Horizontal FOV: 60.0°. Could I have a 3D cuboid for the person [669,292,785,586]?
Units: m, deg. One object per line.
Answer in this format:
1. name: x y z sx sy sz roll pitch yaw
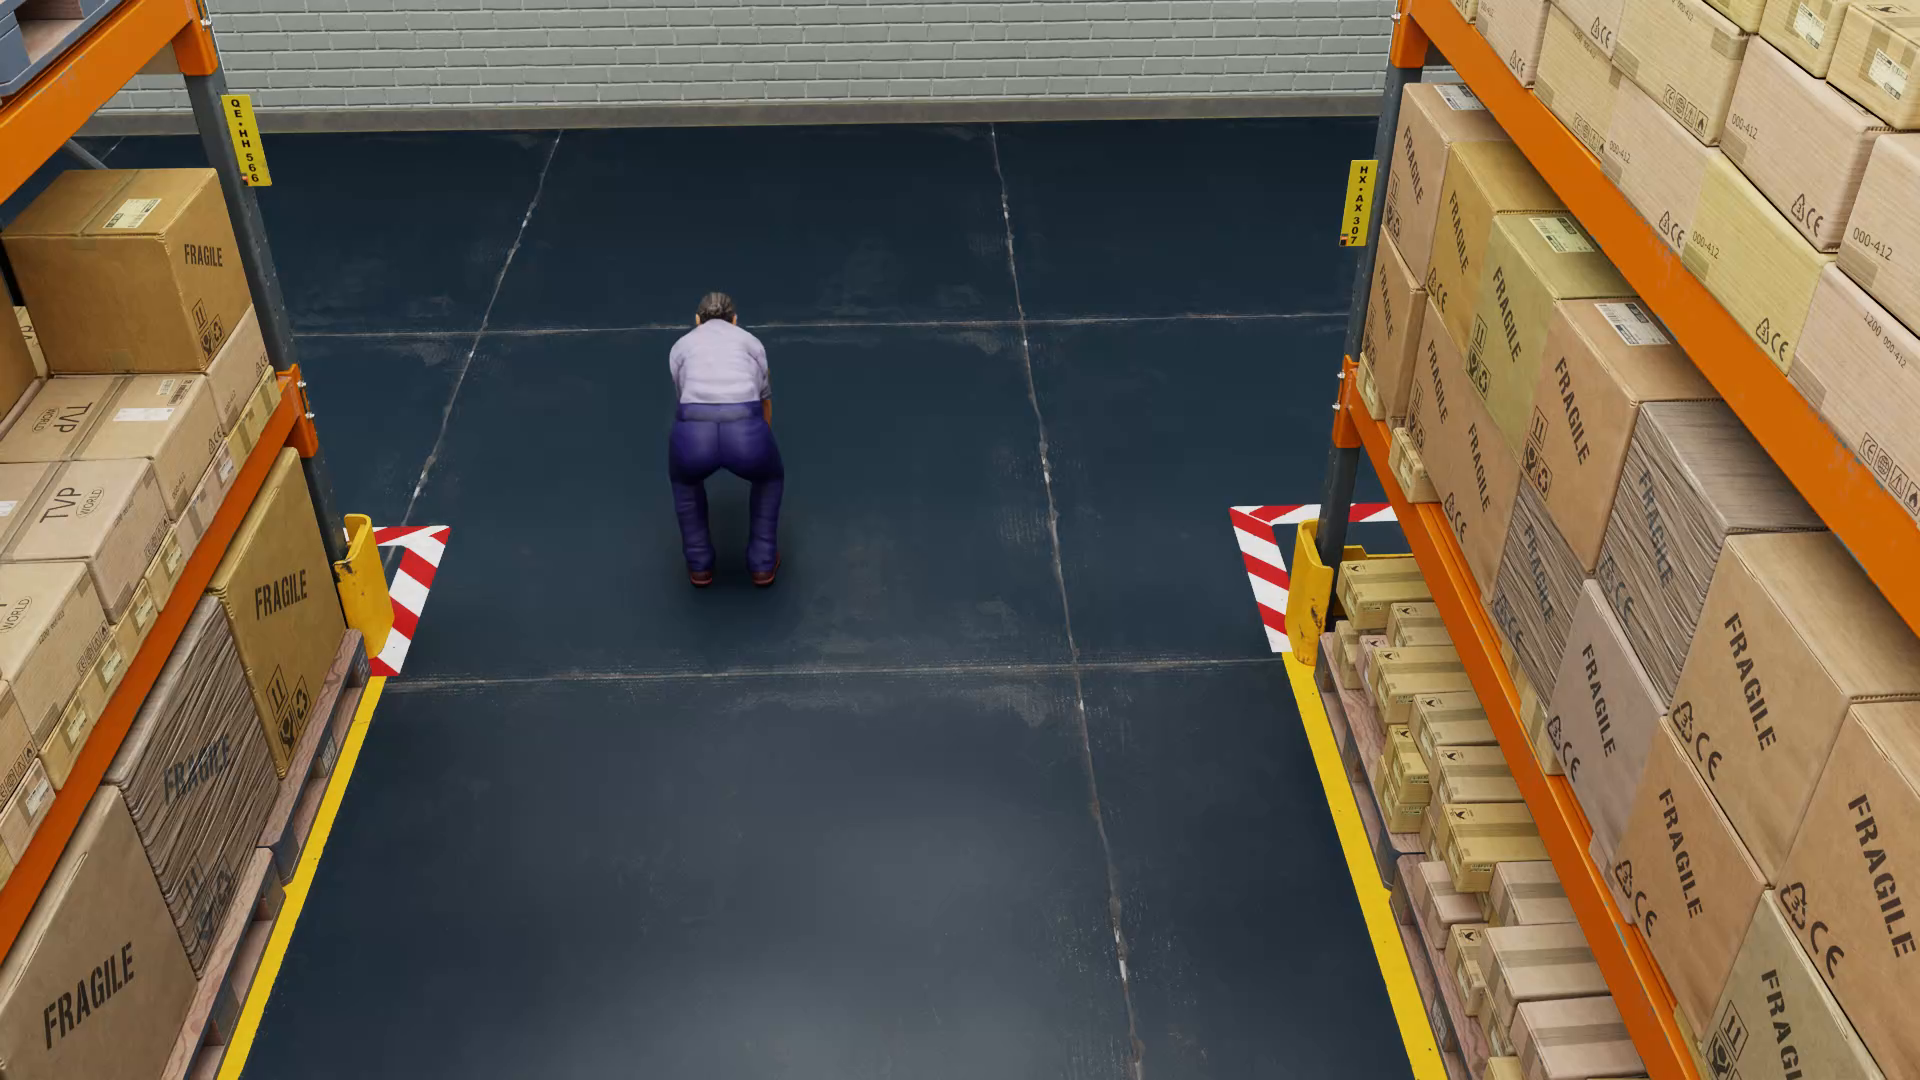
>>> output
1. person: -1.019 -0.415 7.213 0.499 1.105 0.882 -3 36 -4
